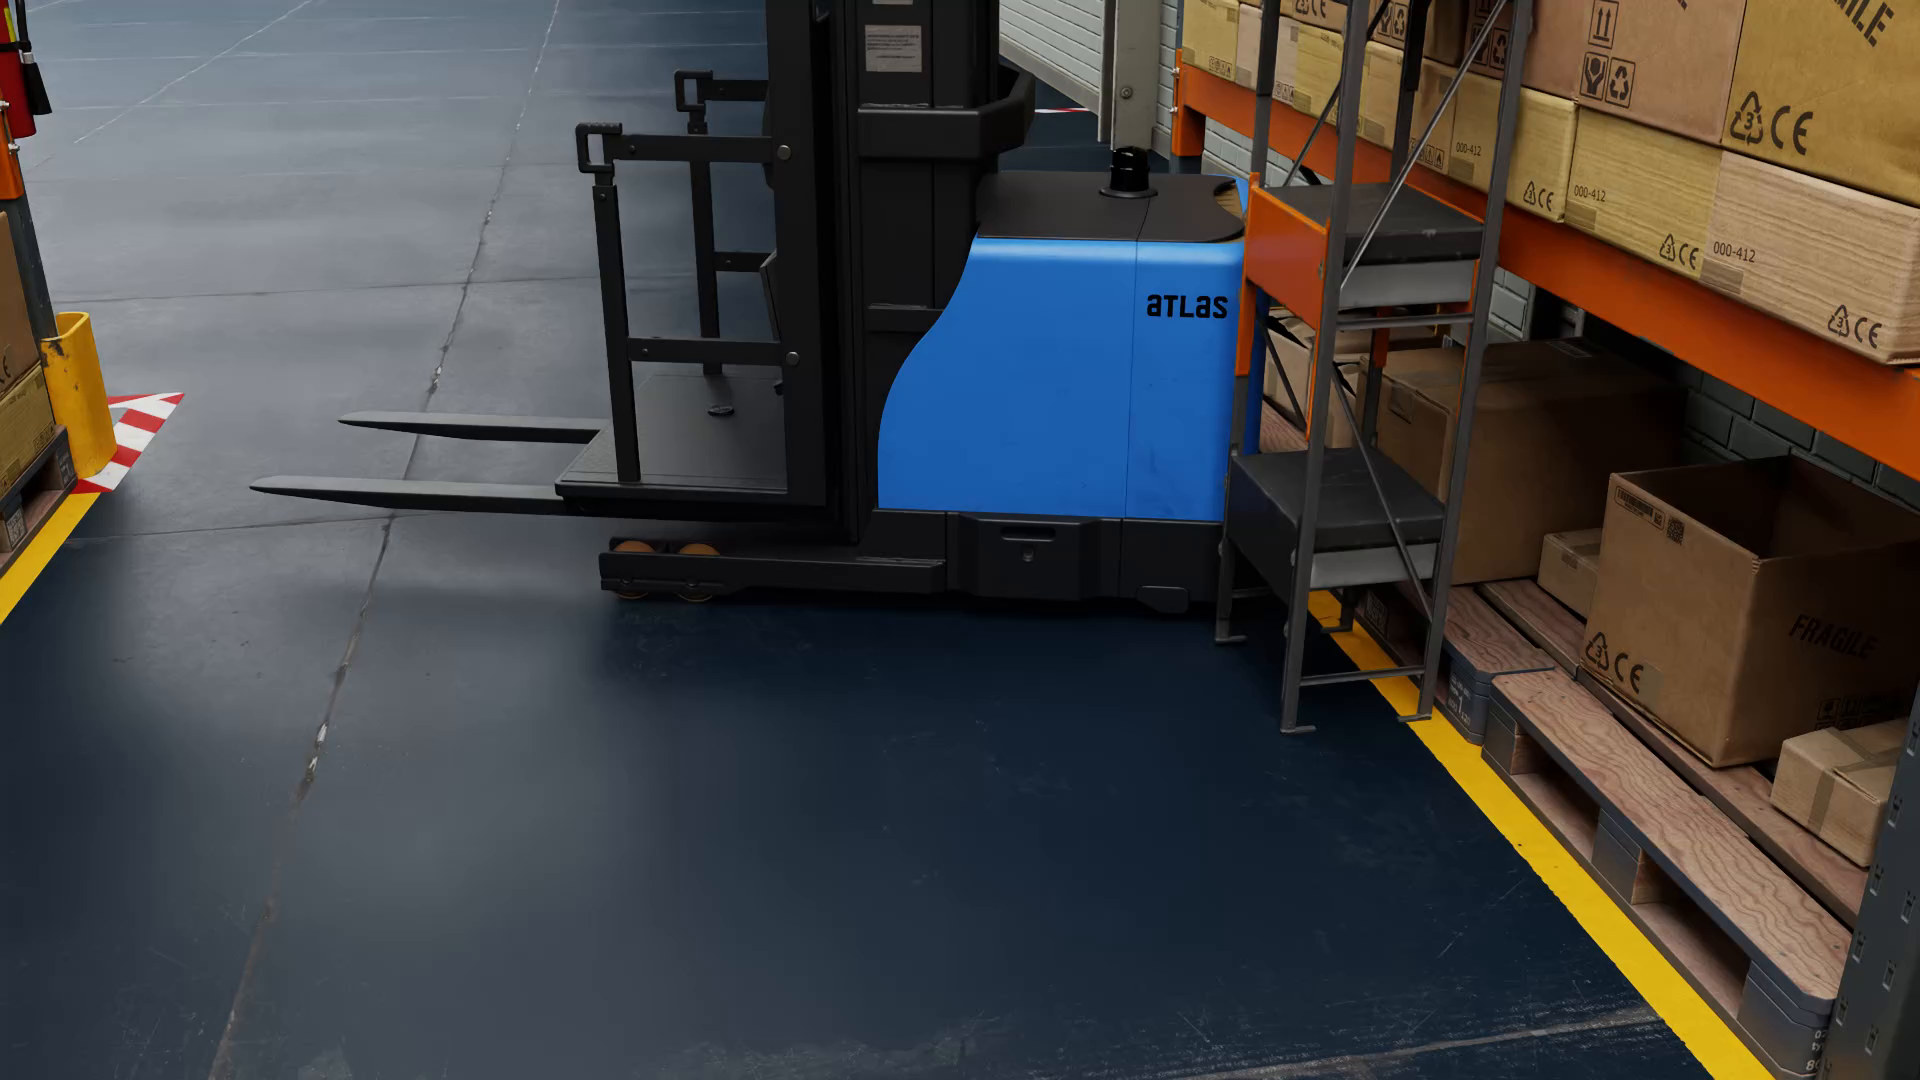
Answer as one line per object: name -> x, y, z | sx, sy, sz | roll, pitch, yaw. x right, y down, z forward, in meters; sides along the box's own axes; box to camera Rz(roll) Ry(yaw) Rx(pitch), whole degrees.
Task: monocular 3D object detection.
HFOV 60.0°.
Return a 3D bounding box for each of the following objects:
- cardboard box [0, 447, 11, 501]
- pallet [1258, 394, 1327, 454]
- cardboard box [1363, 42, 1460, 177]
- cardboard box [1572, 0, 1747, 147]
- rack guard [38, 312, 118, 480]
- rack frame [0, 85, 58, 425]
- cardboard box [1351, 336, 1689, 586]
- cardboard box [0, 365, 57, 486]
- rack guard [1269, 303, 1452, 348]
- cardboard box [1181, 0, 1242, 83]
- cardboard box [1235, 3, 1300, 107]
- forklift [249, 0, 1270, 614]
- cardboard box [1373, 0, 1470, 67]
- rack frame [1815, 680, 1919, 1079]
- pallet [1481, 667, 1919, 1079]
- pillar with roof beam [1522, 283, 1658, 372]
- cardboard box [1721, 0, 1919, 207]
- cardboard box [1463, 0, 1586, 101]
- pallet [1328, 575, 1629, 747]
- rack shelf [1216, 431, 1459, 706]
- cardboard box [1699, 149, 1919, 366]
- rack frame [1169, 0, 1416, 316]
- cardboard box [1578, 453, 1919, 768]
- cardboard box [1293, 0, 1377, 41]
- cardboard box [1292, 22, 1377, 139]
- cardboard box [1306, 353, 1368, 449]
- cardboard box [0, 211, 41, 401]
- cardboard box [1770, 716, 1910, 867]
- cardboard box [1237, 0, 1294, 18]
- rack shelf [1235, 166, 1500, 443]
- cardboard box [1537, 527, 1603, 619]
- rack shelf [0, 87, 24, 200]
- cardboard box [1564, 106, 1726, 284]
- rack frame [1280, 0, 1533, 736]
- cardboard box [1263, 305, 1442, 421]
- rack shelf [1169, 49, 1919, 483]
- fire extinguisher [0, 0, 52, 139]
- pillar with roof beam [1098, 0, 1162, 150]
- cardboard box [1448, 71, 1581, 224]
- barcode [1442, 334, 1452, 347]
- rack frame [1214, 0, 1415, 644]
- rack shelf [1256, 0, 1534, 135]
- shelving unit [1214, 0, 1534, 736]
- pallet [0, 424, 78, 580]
cardboard box -> -3.089, -0.148, 4.753 | 0.500, 0.250, 0.500 | -4, 24, -10
pallet -> 1.414, -0.339, 5.763 | 1.003, 0.211, 1.213 | -4, 24, -10
cardboard box -> 1.352, -1.091, 4.163 | 0.500, 0.250, 0.500 | -4, 24, -9
cardboard box -> 1.535, -1.039, 3.106 | 0.500, 0.500, 0.500 | -4, 24, -10
rack guard -> -3.588, -0.465, 5.690 | 1.175, 0.500, 0.348 | -4, 24, -10
rack frame -> -3.583, -1.601, 5.168 | 1.000, 3.000, 0.127 | -4, 24, -10
cardboard box -> 1.516, -0.230, 4.602 | 0.700, 0.500, 0.500 | -6, 24, -13
cardboard box -> -3.194, -0.344, 5.201 | 0.500, 0.250, 0.500 | -4, 24, -10
rack guard -> 1.298, -0.794, 6.442 | 1.175, 0.500, 0.348 | -4, 24, -10
cardboard box -> 1.063, -1.694, 5.543 | 0.500, 0.250, 0.500 | -5, 24, -11
cardboard box -> 1.173, -1.491, 5.078 | 0.500, 0.250, 0.500 | -5, 24, -11
forklift -> -0.627, -1.370, 4.724 | 3.031, 2.935, 1.130 | 2, 24, 5
cardboard box -> 1.355, -1.442, 4.030 | 0.500, 0.500, 0.500 | -4, 24, -8
rack frame -> 2.021, -0.395, 2.408 | 0.949, 2.616, 0.053 | -4, 24, -10
pallet -> 1.865, 0.621, 3.565 | 1.003, 0.211, 1.213 | -4, 24, -10
pillar with roof beam -> -1.967, -4.188, 3.597 | 9.100, 9.000, 0.400 | -4, 24, -10
cardboard box -> 1.633, -0.843, 2.657 | 0.500, 0.500, 0.500 | -4, 24, -10
cardboard box -> 1.452, -1.238, 3.561 | 0.500, 0.500, 0.500 | -5, 24, -11
pallet -> 1.636, 0.140, 4.666 | 1.003, 0.211, 1.213 | -4, 24, -10
rack shelf -> 0.948, 0.062, 4.254 | 0.431, 0.518, 0.480 | -5, 25, -10
cardboard box -> 1.639, -0.500, 2.809 | 0.500, 0.250, 0.500 | -4, 24, -10
rack frame -> 1.284, -1.969, 6.011 | 1.000, 3.000, 0.127 | -4, 24, -10
cardboard box -> 1.793, 0.143, 3.748 | 0.500, 0.500, 0.500 | -6, 24, -14
cardboard box -> 1.248, -1.644, 4.492 | 0.500, 0.500, 0.500 | -5, 24, -11
cardboard box -> 1.261, -1.290, 4.618 | 0.500, 0.250, 0.500 | -5, 24, -11
cardboard box -> 1.429, -0.435, 5.309 | 0.500, 0.311, 0.500 | -2, 24, -5
cardboard box -> -3.192, -0.688, 5.051 | 0.500, 0.500, 0.500 | -4, 24, -10
cardboard box -> 1.896, 0.493, 3.364 | 0.380, 0.166, 0.250 | -8, 25, -17
cardboard box -> 1.159, -1.848, 4.959 | 0.500, 0.500, 0.500 | -4, 24, -10
rack shelf -> 0.950, -0.574, 3.961 | 0.431, 0.518, 0.480 | -5, 25, -10
cardboard box -> 1.748, 0.079, 4.335 | 0.380, 0.149, 0.250 | -6, 24, -14
rack shelf -> -3.213, -0.485, 3.511 | 1.077, 0.370, 4.000 | -4, 24, -10
cardboard box -> 1.555, -0.697, 3.260 | 0.500, 0.250, 0.500 | -4, 24, -10
rack frame -> 0.999, -0.486, 3.738 | 0.400, 2.100, 0.015 | -5, 25, -10
cardboard box -> 1.324, -0.660, 5.822 | 0.500, 0.311, 0.500 | -7, 25, -16
rack shelf -> 1.654, -0.853, 4.353 | 1.077, 0.370, 4.000 | -4, 24, -10
fire extinguisher -> -3.149, -1.646, 5.368 | 0.296, 0.674, 0.183 | -4, 24, -10
pillar with roof beam -> -3.076, -6.548, 9.000 | 9.100, 9.000, 0.400 | -4, 24, -10
cardboard box -> 1.446, -0.893, 3.710 | 0.500, 0.250, 0.500 | -4, 24, -10
barcode -> 1.720, -0.686, 5.872 | 0.001, 0.075, 0.075 | -4, 24, -10
rack frame -> 0.902, -0.686, 4.173 | 0.400, 2.100, 0.015 | -5, 25, -10
rack shelf -> 0.953, -1.209, 3.668 | 0.431, 0.518, 0.480 | -5, 25, -10
shelving unit -> 0.951, -0.586, 3.955 | 0.431, 2.100, 0.503 | -5, 25, -10
pallet -> -3.401, -0.025, 5.044 | 1.003, 0.211, 1.213 | -4, 24, -10
